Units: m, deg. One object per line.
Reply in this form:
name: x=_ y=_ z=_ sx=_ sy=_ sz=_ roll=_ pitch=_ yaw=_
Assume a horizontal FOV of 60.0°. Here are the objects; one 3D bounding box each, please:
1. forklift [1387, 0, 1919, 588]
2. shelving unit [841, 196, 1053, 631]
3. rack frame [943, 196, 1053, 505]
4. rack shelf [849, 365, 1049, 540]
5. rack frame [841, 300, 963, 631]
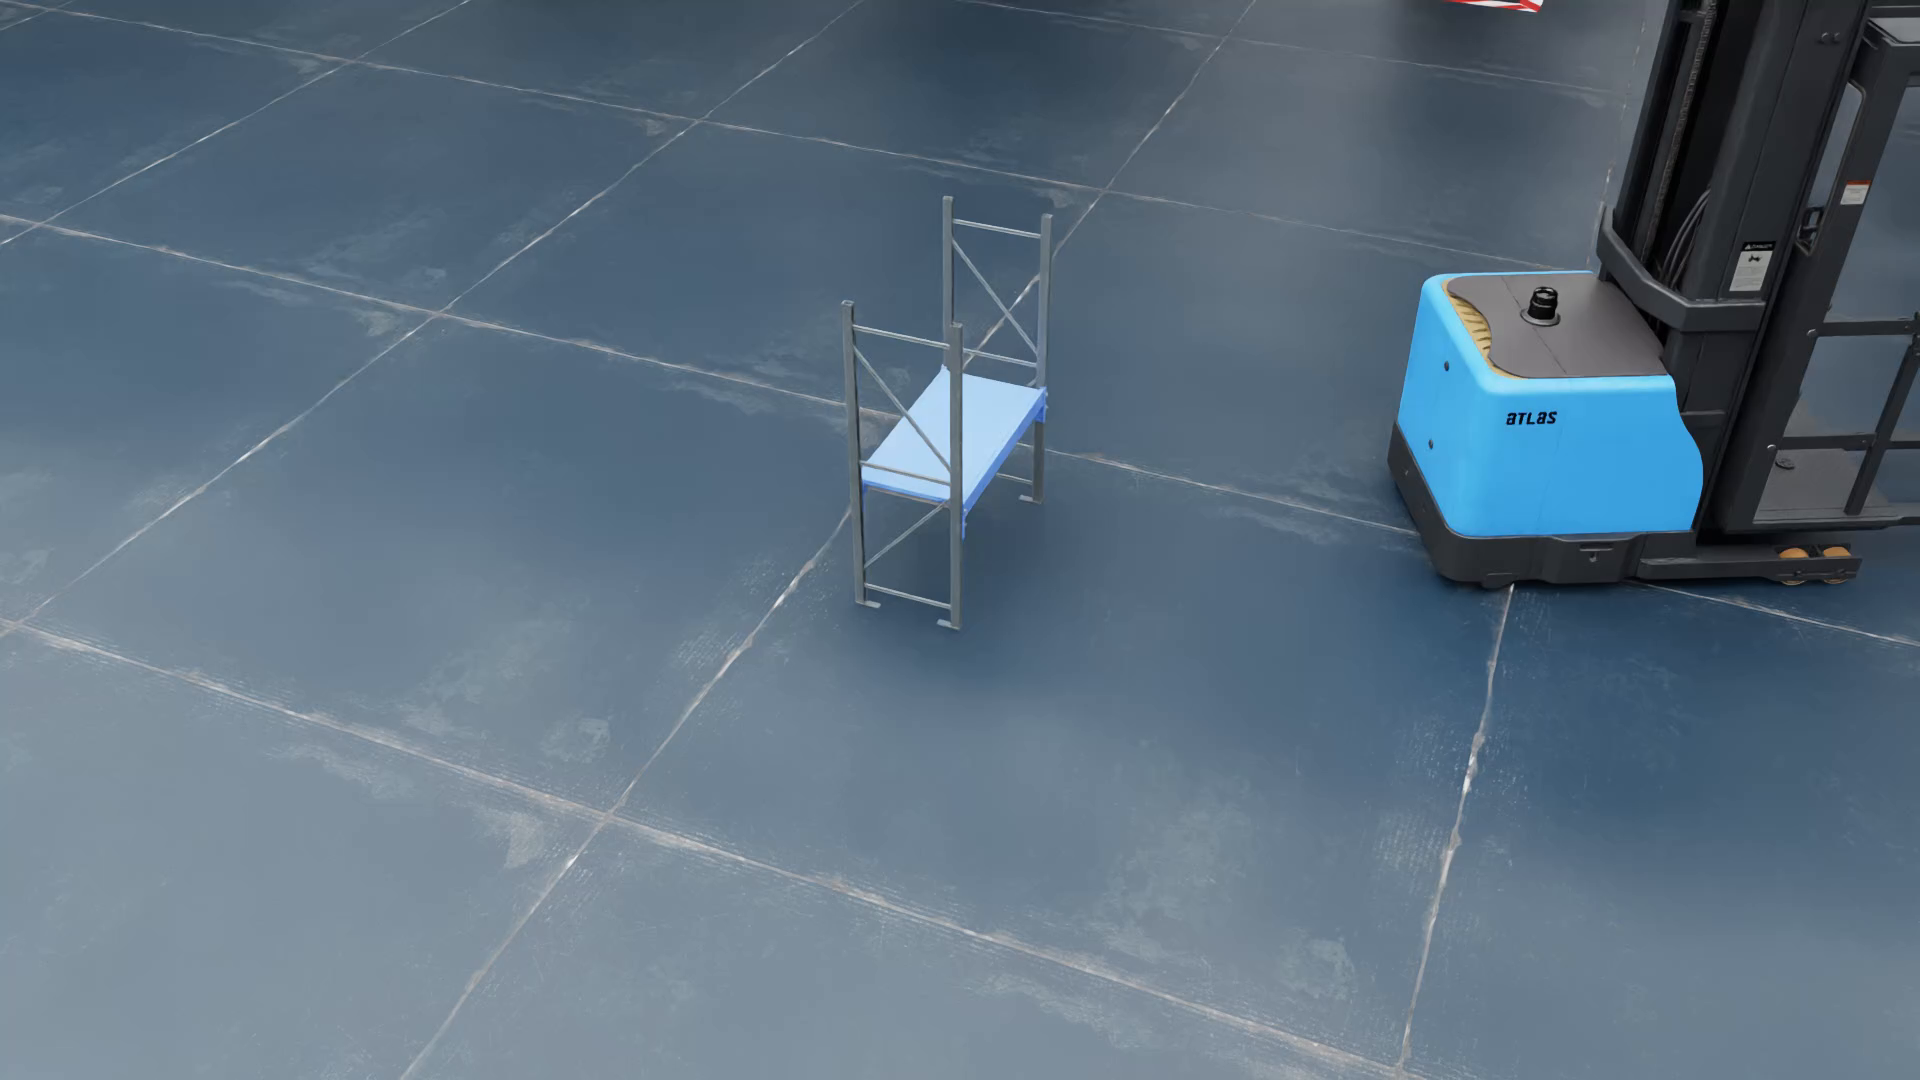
forklift: x=3.625 y=-1.288 z=7.025 sx=3.031 sy=2.935 sz=1.130 roll=-2 pitch=37 yaw=-2
shelving unit: x=-0.032 y=-0.553 z=7.238 sx=0.538 sy=1.500 sz=1.048 roll=14 pitch=39 yaw=18
rack frame: x=0.161 y=-0.835 z=7.614 sx=0.500 sy=1.500 sz=0.032 roll=14 pitch=39 yaw=18
rack shelf: x=-0.032 y=-0.409 z=7.345 sx=0.538 sy=0.185 sz=1.000 roll=14 pitch=39 yaw=18
rack frame: x=-0.226 y=-0.272 z=6.861 sx=0.500 sy=1.500 sz=0.032 roll=14 pitch=39 yaw=18
